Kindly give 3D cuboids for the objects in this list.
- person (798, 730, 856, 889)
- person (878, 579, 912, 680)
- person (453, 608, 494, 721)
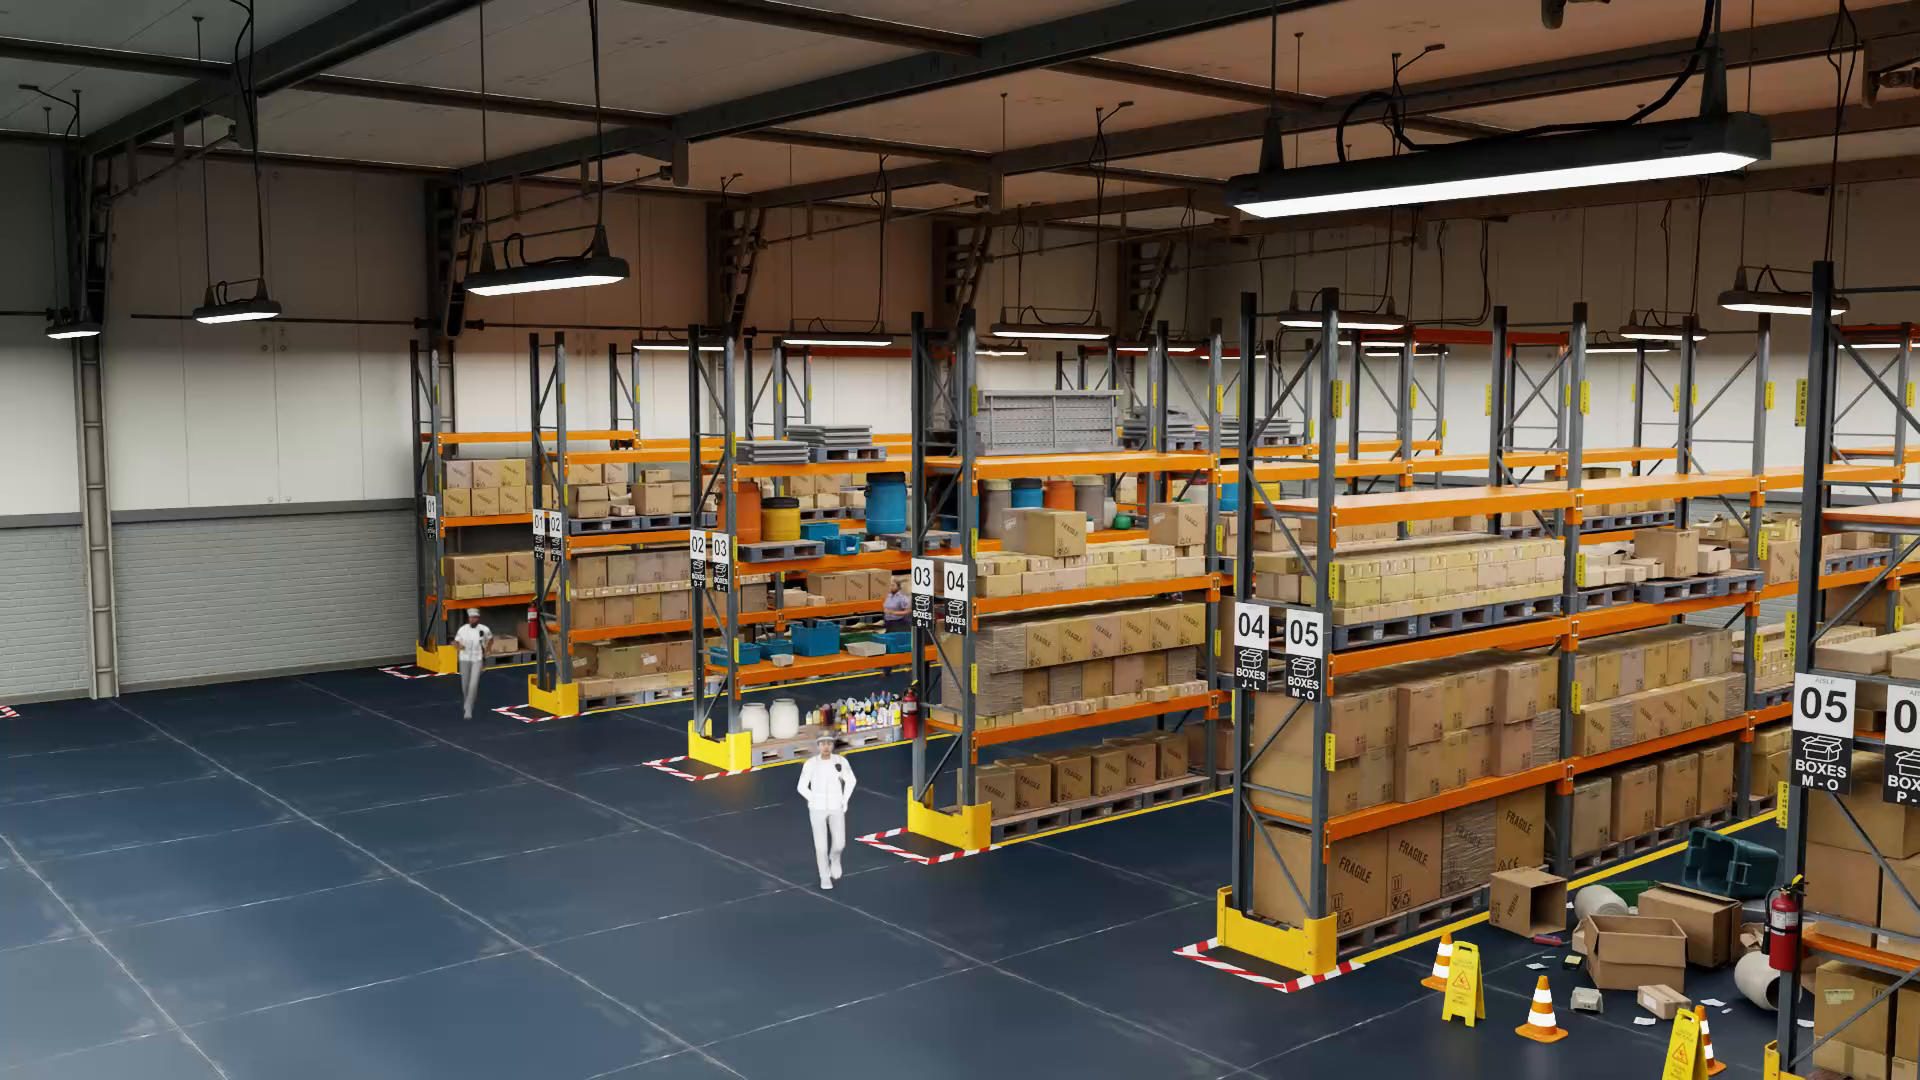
[{"bbox_3d":[-1.358,2.761,17.068,0.607,1.651,0.558,-1,5,-8],"label":"person"},{"bbox_3d":[-1.053,1.498,27.695,0.605,1.685,0.852,4,7,38],"label":"person"},{"bbox_3d":[-7.636,1.911,26.108,0.590,1.716,0.852,-1,5,-6],"label":"person"}]
